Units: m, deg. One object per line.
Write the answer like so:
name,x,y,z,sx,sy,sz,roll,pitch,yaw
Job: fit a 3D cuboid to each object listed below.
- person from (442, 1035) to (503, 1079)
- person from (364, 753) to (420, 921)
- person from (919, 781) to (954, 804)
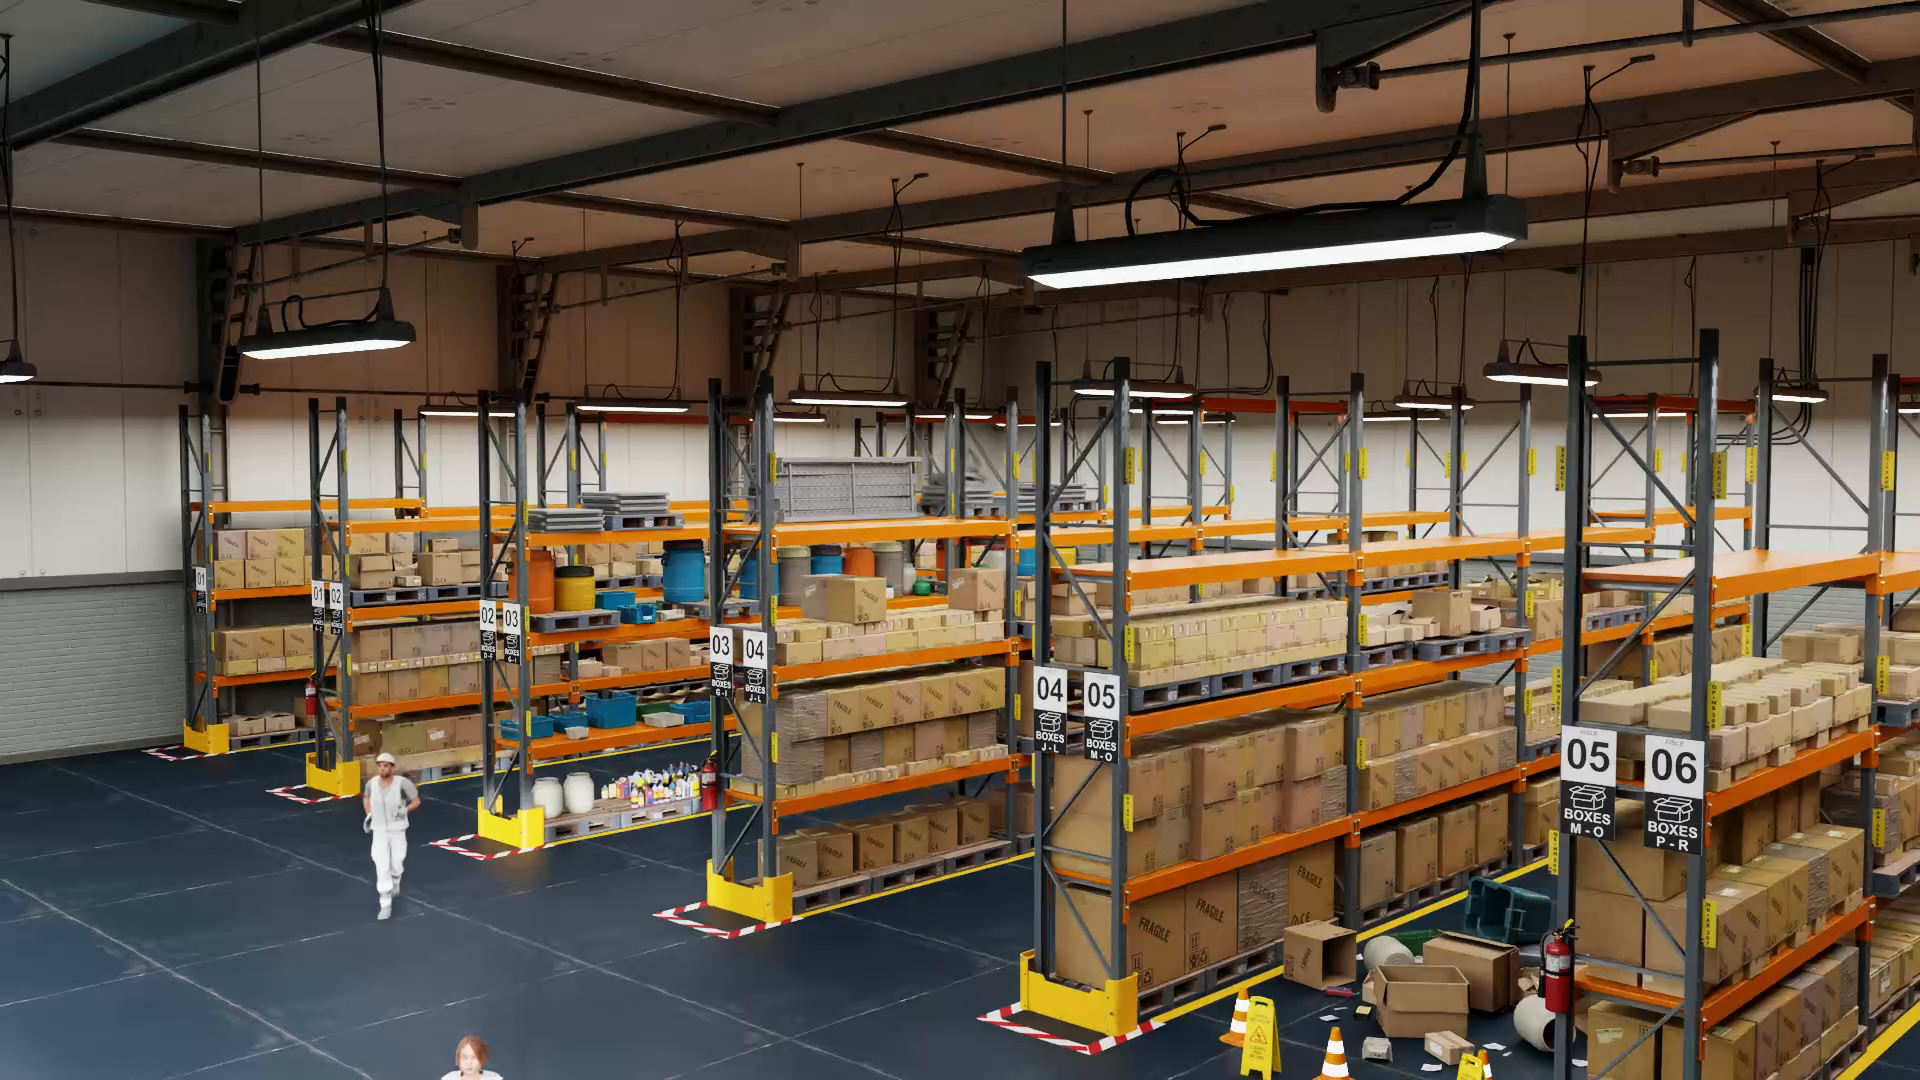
person,-2.974,3.808,10.125,0.526,1.612,0.842,-1,3,-13
person,-6.405,3.281,18.729,0.638,1.796,0.923,-1,3,-10
person,-0.284,3.090,23.261,0.633,1.802,0.776,2,4,39
